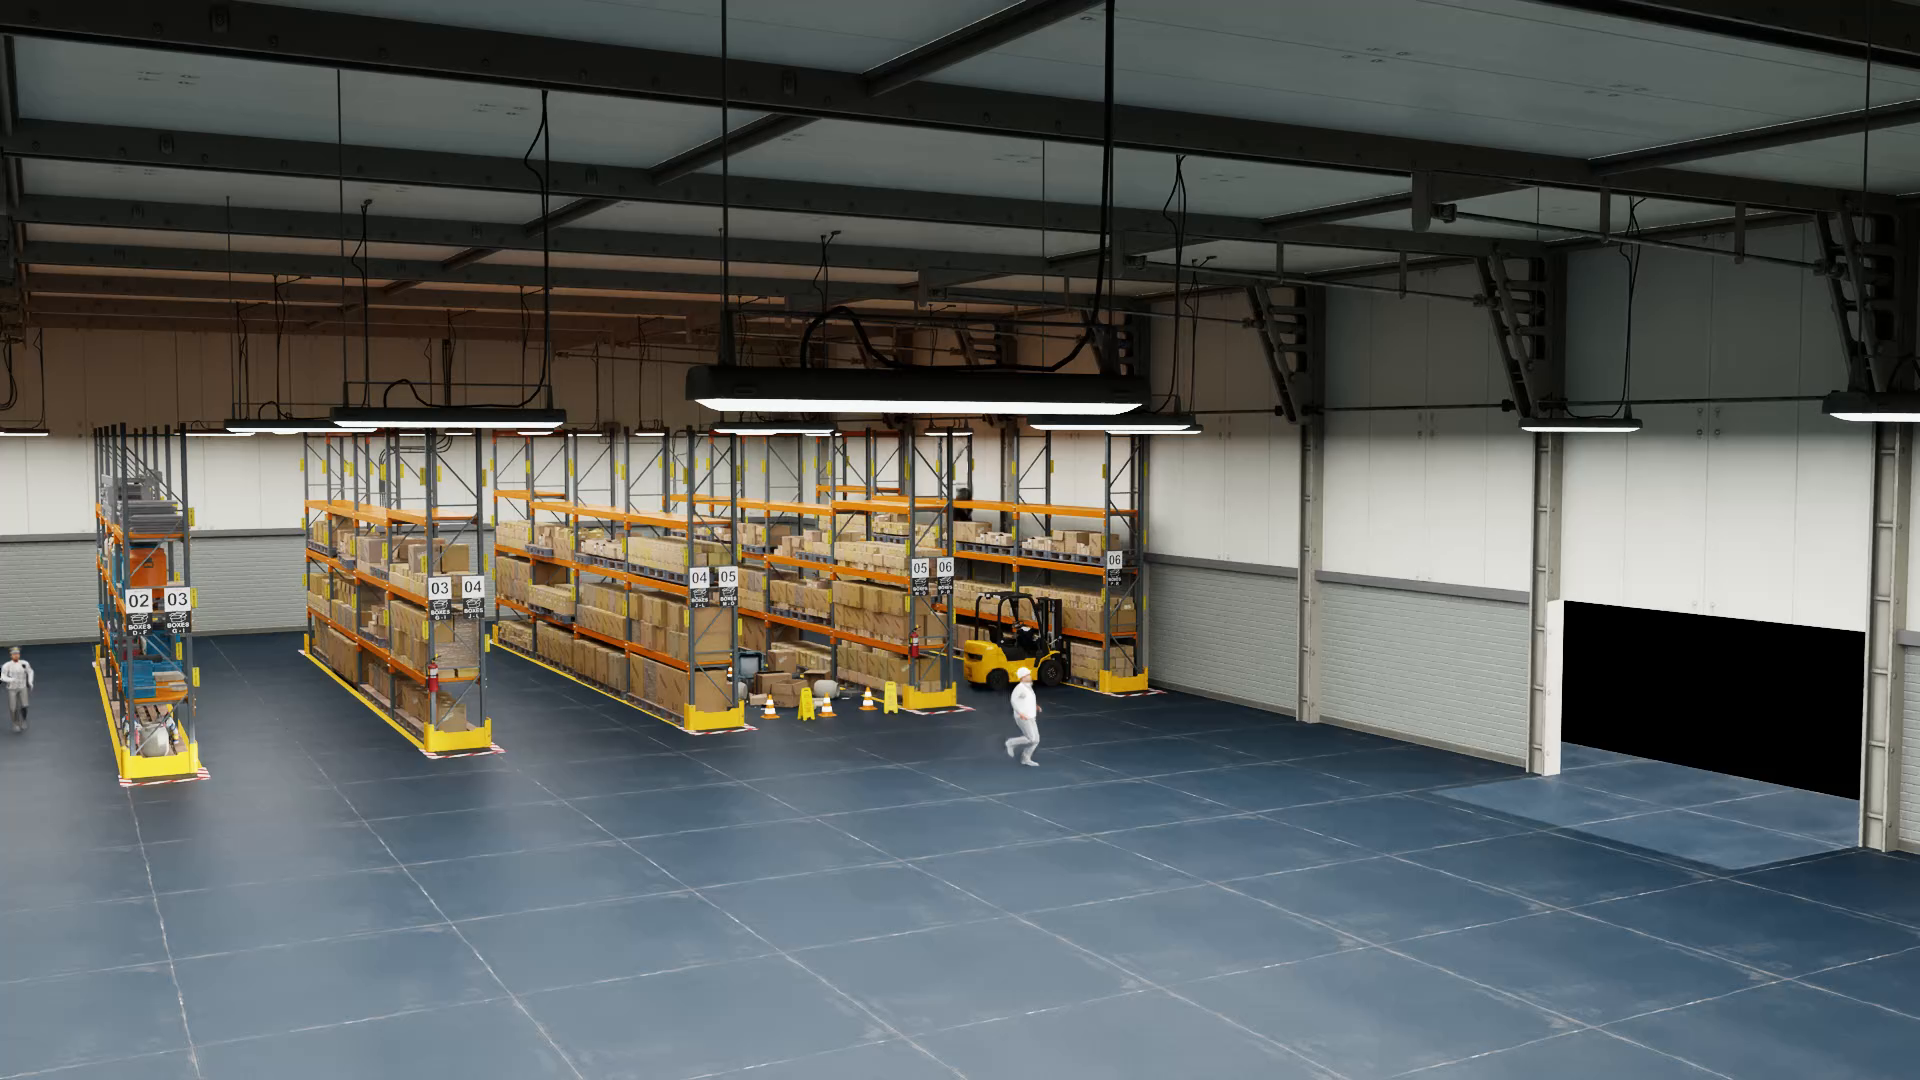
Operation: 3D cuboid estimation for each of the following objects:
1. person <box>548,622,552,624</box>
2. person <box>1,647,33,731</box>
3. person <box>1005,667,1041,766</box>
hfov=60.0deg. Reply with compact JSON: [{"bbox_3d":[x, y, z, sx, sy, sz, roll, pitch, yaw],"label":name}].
[{"bbox_3d":[-11.715,1.922,48.106,0.835,1.829,0.717,1,4,22],"label":"person"},{"bbox_3d":[-18.381,2.908,32.457,0.587,1.661,0.632,-2,4,-36],"label":"person"},{"bbox_3d":[1.113,3.100,29.215,0.581,1.736,0.696,1,4,23],"label":"person"}]
